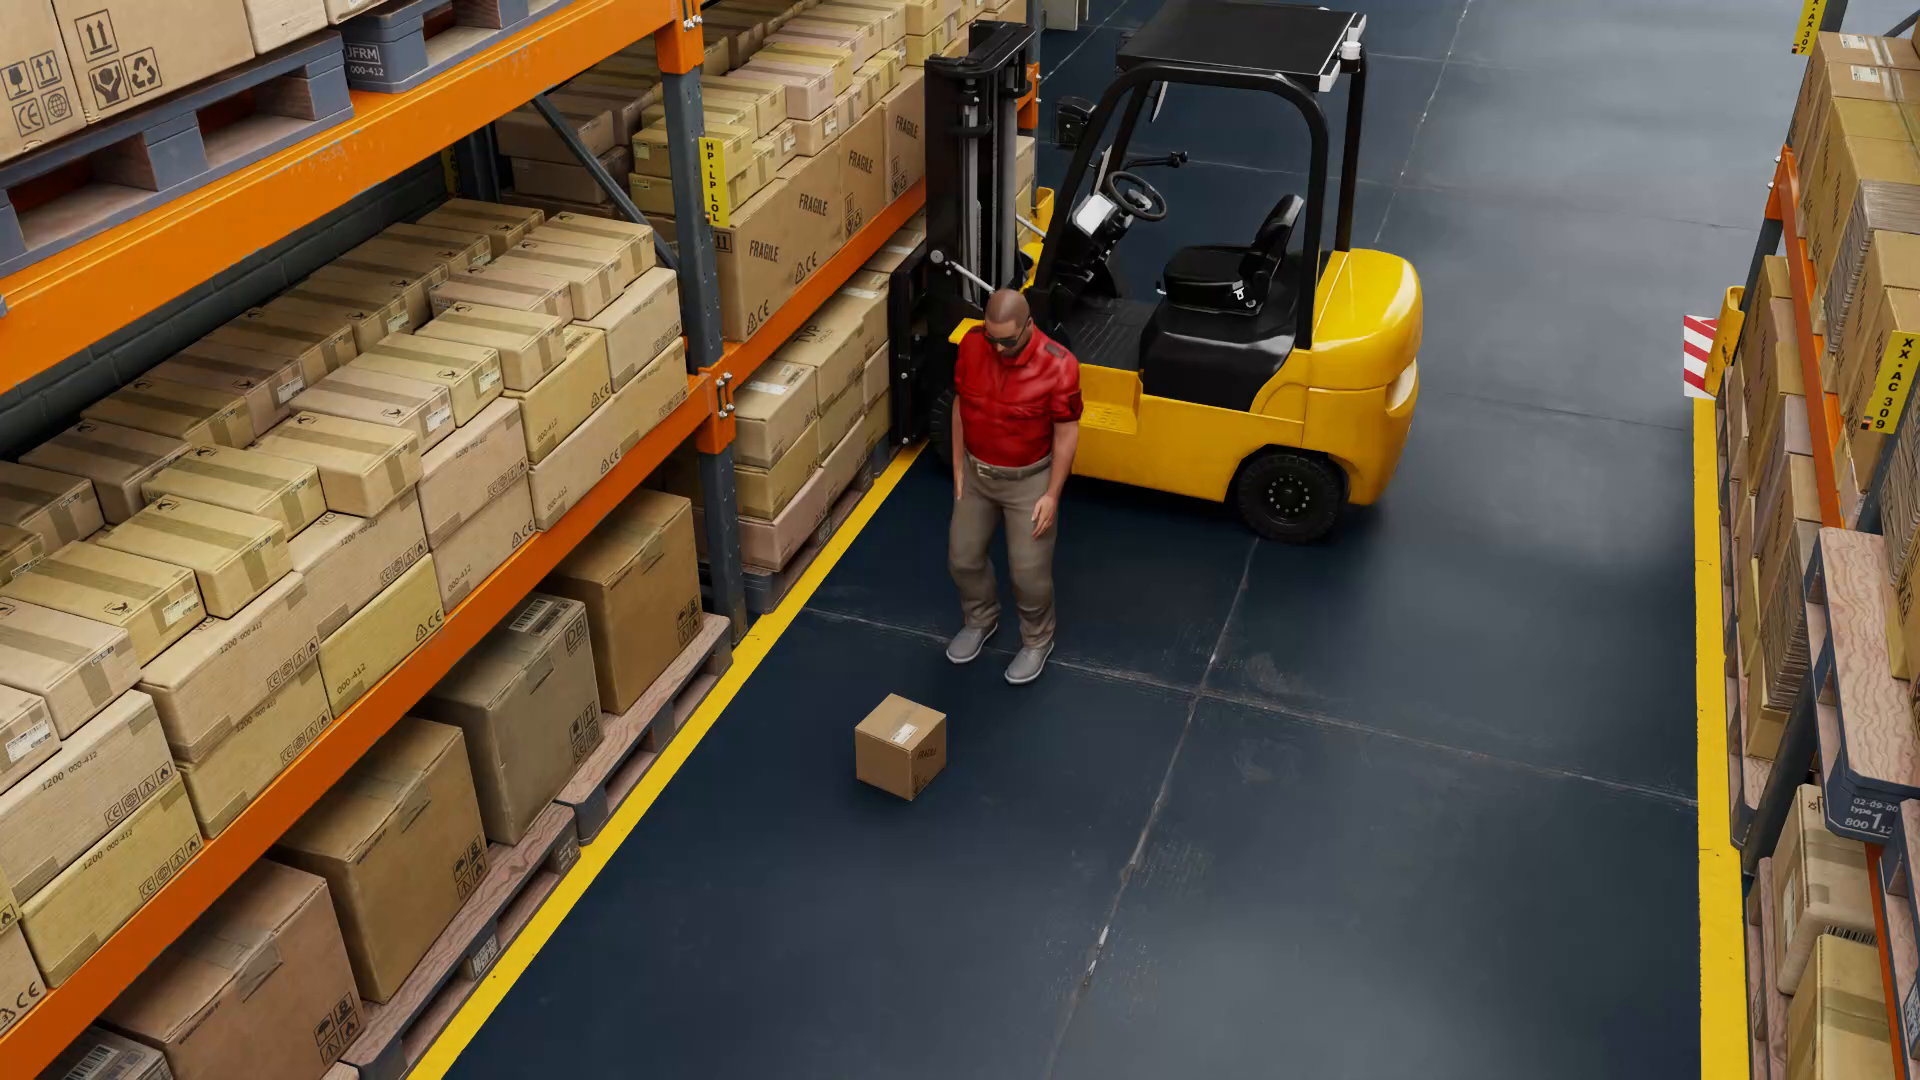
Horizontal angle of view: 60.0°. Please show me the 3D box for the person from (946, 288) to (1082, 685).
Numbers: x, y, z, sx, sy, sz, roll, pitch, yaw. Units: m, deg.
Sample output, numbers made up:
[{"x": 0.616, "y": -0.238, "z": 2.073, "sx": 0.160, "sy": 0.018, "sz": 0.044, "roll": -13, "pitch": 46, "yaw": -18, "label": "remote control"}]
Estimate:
[{"x": 0.206, "y": -0.225, "z": 6.538, "sx": 0.547, "sy": 1.700, "sz": 0.383, "roll": 18, "pitch": 37, "yaw": 26, "label": "person"}]
